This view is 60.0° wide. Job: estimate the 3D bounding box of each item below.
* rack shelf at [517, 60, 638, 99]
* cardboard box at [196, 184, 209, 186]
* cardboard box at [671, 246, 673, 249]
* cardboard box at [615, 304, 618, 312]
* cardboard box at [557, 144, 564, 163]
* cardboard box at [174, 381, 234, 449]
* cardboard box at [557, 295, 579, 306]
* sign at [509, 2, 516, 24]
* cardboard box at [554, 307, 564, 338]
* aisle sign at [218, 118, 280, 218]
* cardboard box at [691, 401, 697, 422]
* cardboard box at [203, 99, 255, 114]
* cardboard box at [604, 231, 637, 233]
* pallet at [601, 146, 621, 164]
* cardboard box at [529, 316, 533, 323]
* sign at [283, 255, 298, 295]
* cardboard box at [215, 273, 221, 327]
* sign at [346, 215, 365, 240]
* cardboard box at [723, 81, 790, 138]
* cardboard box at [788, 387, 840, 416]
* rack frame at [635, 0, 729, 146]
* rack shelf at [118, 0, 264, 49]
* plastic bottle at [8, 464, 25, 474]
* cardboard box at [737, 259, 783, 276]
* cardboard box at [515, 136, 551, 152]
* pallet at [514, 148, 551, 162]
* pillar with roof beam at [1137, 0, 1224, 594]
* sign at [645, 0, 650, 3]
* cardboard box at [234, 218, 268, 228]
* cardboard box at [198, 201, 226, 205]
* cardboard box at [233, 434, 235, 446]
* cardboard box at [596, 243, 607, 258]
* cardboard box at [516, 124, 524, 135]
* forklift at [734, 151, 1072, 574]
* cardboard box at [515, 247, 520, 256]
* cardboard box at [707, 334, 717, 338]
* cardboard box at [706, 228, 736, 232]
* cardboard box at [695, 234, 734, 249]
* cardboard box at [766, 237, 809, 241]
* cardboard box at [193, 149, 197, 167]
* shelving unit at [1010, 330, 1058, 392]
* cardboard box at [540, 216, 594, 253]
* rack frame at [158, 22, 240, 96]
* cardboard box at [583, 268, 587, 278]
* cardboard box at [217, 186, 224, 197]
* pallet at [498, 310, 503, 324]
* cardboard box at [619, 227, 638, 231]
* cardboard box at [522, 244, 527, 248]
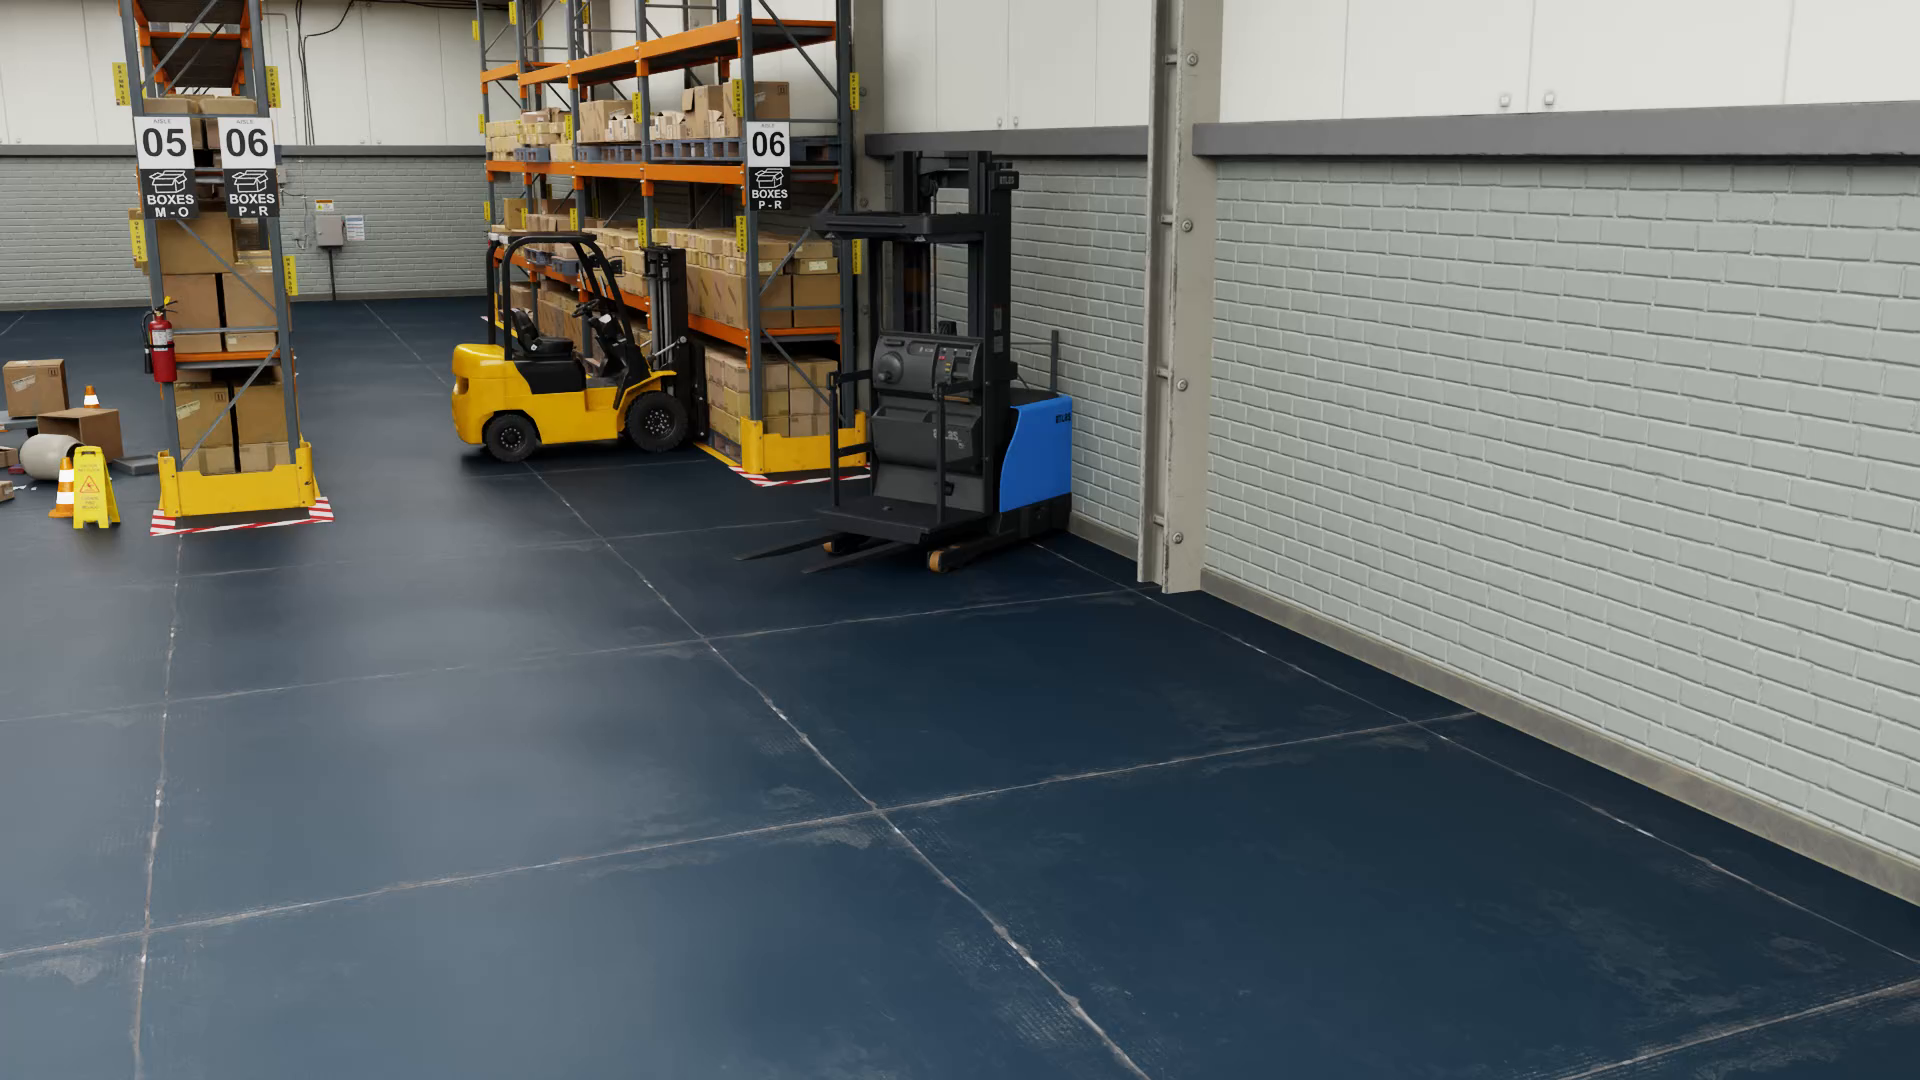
[{"bbox_3d":[-5.498,-6.609,23.950,1.077,0.370,4.000,-6,14,-23],"label":"rack shelf"},{"bbox_3d":[-12.115,-5.561,26.369,0.380,0.149,0.250,-5,14,-22],"label":"cardboard box"},{"bbox_3d":[-2.942,-3.105,17.971,0.380,0.149,0.250,-5,14,-22],"label":"cardboard box"},{"bbox_3d":[-4.702,-3.314,23.711,0.380,0.149,0.250,-5,14,-21],"label":"cardboard box"},{"bbox_3d":[-5.327,-5.394,23.205,0.500,0.250,0.500,-6,14,-23],"label":"cardboard box"},{"bbox_3d":[-6.599,-1.089,14.424,0.500,0.500,0.500,-6,14,-23],"label":"cardboard box"},{"bbox_3d":[-5.819,-3.585,24.881,0.380,0.149,0.250,-5,14,-21],"label":"cardboard box"},{"bbox_3d":[-6.804,-8.016,25.299,0.100,0.325,0.005,-6,14,-23],"label":"sign"},{"bbox_3d":[-5.691,-3.191,24.616,0.500,0.500,0.500,-6,14,-25],"label":"cardboard box"},{"bbox_3d":[-5.730,-2.998,13.405,0.394,0.787,0.004,-6,14,-23],"label":"aisle sign"},{"bbox_3d":[-2.581,-1.412,17.485,0.500,0.250,0.500,-5,14,-21],"label":"cardboard box"},{"bbox_3d":[-5.994,-3.536,13.630,0.380,0.149,0.250,-6,14,-23],"label":"cardboard box"},{"bbox_3d":[-4.360,-3.883,21.333,0.380,0.149,0.250,-5,14,-22],"label":"cardboard box"},{"bbox_3d":[-3.892,-4.825,20.830,1.003,0.211,1.213,-5,14,-20],"label":"pallet"},{"bbox_3d":[-6.791,-3.549,26.942,0.380,0.149,0.250,-6,14,-25],"label":"cardboard box"},{"bbox_3d":[-5.542,-2.187,13.747,0.100,0.325,0.005,-6,14,-23],"label":"sign"},{"bbox_3d":[-6.705,-2.101,14.414,0.500,0.500,0.500,-6,14,-23],"label":"cardboard box"},{"bbox_3d":[-12.375,-6.385,34.018,0.329,0.494,0.001,-6,14,-23],"label":"sign"},{"bbox_3d":[-1.893,-3.998,15.465,0.500,0.500,0.500,-5,14,-21],"label":"cardboard box"},{"bbox_3d":[-1.490,-1.390,16.280,0.500,0.250,0.500,-5,14,-22],"label":"cardboard box"},{"bbox_3d":[-3.094,-5.914,18.468,1.000,3.000,0.127,-6,14,-23],"label":"rack frame"},{"bbox_3d":[-6.840,-4.700,14.823,1.077,0.370,4.000,-6,14,-23],"label":"rack shelf"},{"bbox_3d":[-8.842,-0.675,15.651,0.133,0.061,0.283,-3,13,-13],"label":"plastic bottle"},{"bbox_3d":[-1.888,-2.576,15.689,0.380,0.149,0.250,-5,14,-22],"label":"cardboard box"},{"bbox_3d":[-6.722,-6.255,26.263,0.500,0.250,0.500,-6,14,-23],"label":"cardboard box"},{"bbox_3d":[-6.102,-5.873,25.359,1.213,0.211,1.003,-6,14,-23],"label":"pallet"},{"bbox_3d":[-2.486,-3.685,8.834,9.100,9.000,0.400,-6,14,-23],"label":"pillar with roof beam"},{"bbox_3d":[-4.190,-7.324,22.135,0.100,0.325,0.005,-6,14,-23],"label":"sign"},{"bbox_3d":[-7.505,-3.386,17.596,0.380,0.149,0.250,-6,14,-23],"label":"cardboard box"},{"bbox_3d":[-7.663,-3.113,16.569,0.700,0.500,0.500,-6,14,-24],"label":"cardboard box"},{"bbox_3d":[-7.024,-0.939,15.443,0.500,0.250,0.500,-6,14,-25],"label":"cardboard box"},{"bbox_3d":[-4.350,-3.662,21.262,0.500,0.250,0.500,-6,14,-24],"label":"cardboard box"},{"bbox_3d":[-6.581,-6.280,25.445,0.380,0.149,0.250,-5,14,-21],"label":"cardboard box"},{"bbox_3d":[-0.375,-1.314,12.046,1.130,2.935,3.031,9,16,35],"label":"forklift"},{"bbox_3d":[-7.117,-4.775,27.408,0.380,0.149,0.250,-6,14,-24],"label":"cardboard box"},{"bbox_3d":[-2.503,-2.156,18.484,0.500,0.250,0.500,-6,14,-24],"label":"cardboard box"},{"bbox_3d":[-2.627,-3.407,18.619,0.380,0.149,0.250,-6,14,-24],"label":"cardboard box"},{"bbox_3d":[-2.534,-3.100,17.291,0.380,0.149,0.250,-6,14,-23],"label":"cardboard box"},{"bbox_3d":[-1.709,-2.927,16.542,0.380,0.149,0.250,-6,14,-23],"label":"cardboard box"},{"bbox_3d":[-6.643,-3.210,13.992,0.380,0.149,0.250,-5,14,-21],"label":"cardboard box"},{"bbox_3d":[0.310,-0.971,13.539,0.587,1.500,1.083,-3,10,-24],"label":"shelving unit"},{"bbox_3d":[-5.788,-4.509,24.545,0.700,0.500,0.500,-6,14,-23],"label":"cardboard box"},{"bbox_3d":[-10.846,-7.118,23.668,1.000,3.000,0.127,-6,14,-23],"label":"rack frame"},{"bbox_3d":[-4.743,-3.631,22.240,0.500,0.250,0.500,-6,14,-23],"label":"cardboard box"},{"bbox_3d":[-10.852,-5.187,24.753,0.380,0.149,0.250,-5,14,-22],"label":"cardboard box"},{"bbox_3d":[-7.551,-3.932,29.391,1.003,0.211,1.213,-6,14,-23],"label":"pallet"},{"bbox_3d":[-4.381,-4.134,22.419,0.380,0.149,0.250,-5,14,-21],"label":"cardboard box"},{"bbox_3d":[-6.727,-4.800,26.628,0.500,0.250,0.500,-5,14,-22],"label":"cardboard box"}]
